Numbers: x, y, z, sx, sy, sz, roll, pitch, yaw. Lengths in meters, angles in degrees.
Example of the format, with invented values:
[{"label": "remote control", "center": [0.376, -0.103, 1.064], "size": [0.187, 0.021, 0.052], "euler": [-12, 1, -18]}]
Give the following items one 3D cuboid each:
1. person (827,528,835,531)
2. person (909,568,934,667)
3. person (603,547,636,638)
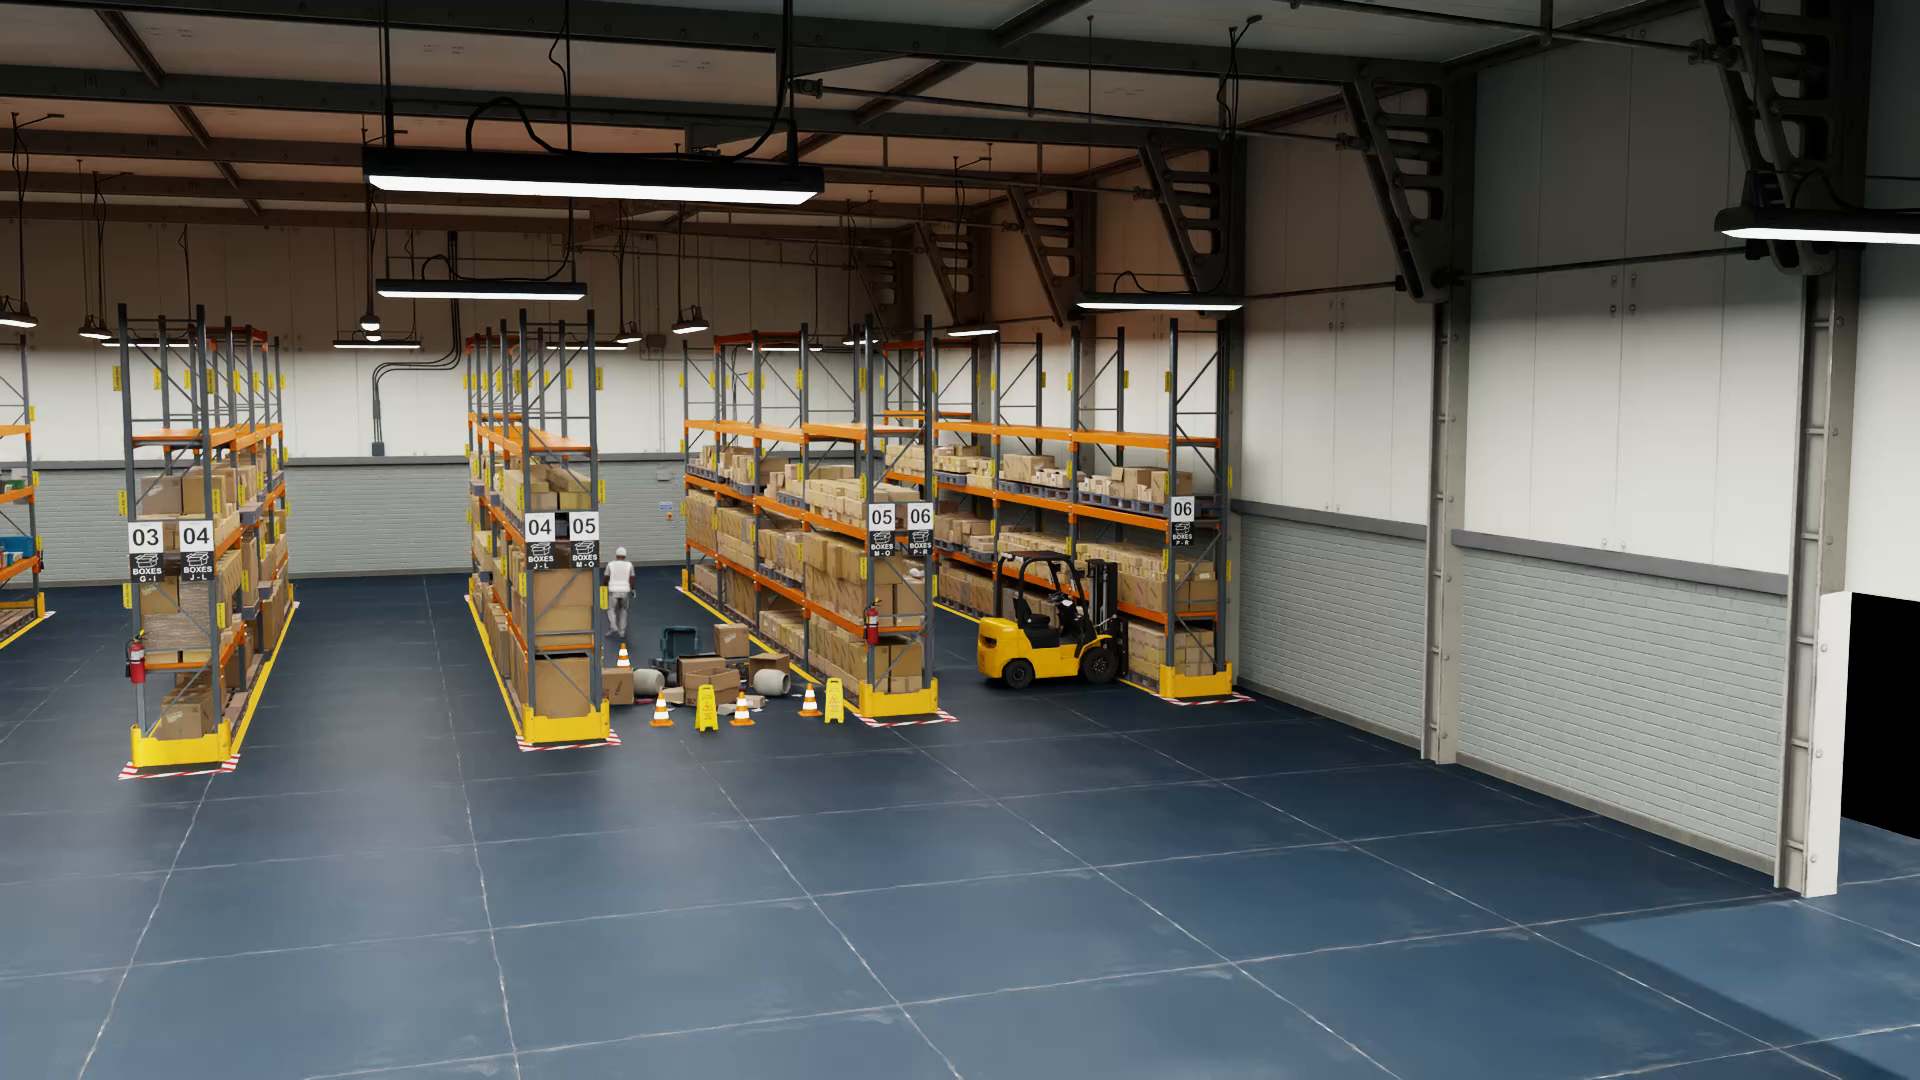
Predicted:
[{"label": "person", "center": [-3.336, 0.113, 42.865], "size": [0.858, 1.641, 0.520], "euler": [-4, 7, -37]}, {"label": "person", "center": [-0.810, 1.357, 29.292], "size": [0.574, 1.702, 1.091], "euler": [-2, 6, -20]}, {"label": "person", "center": [-6.662, 1.041, 32.576], "size": [0.630, 1.760, 0.721], "euler": [-2, 6, -18]}]
